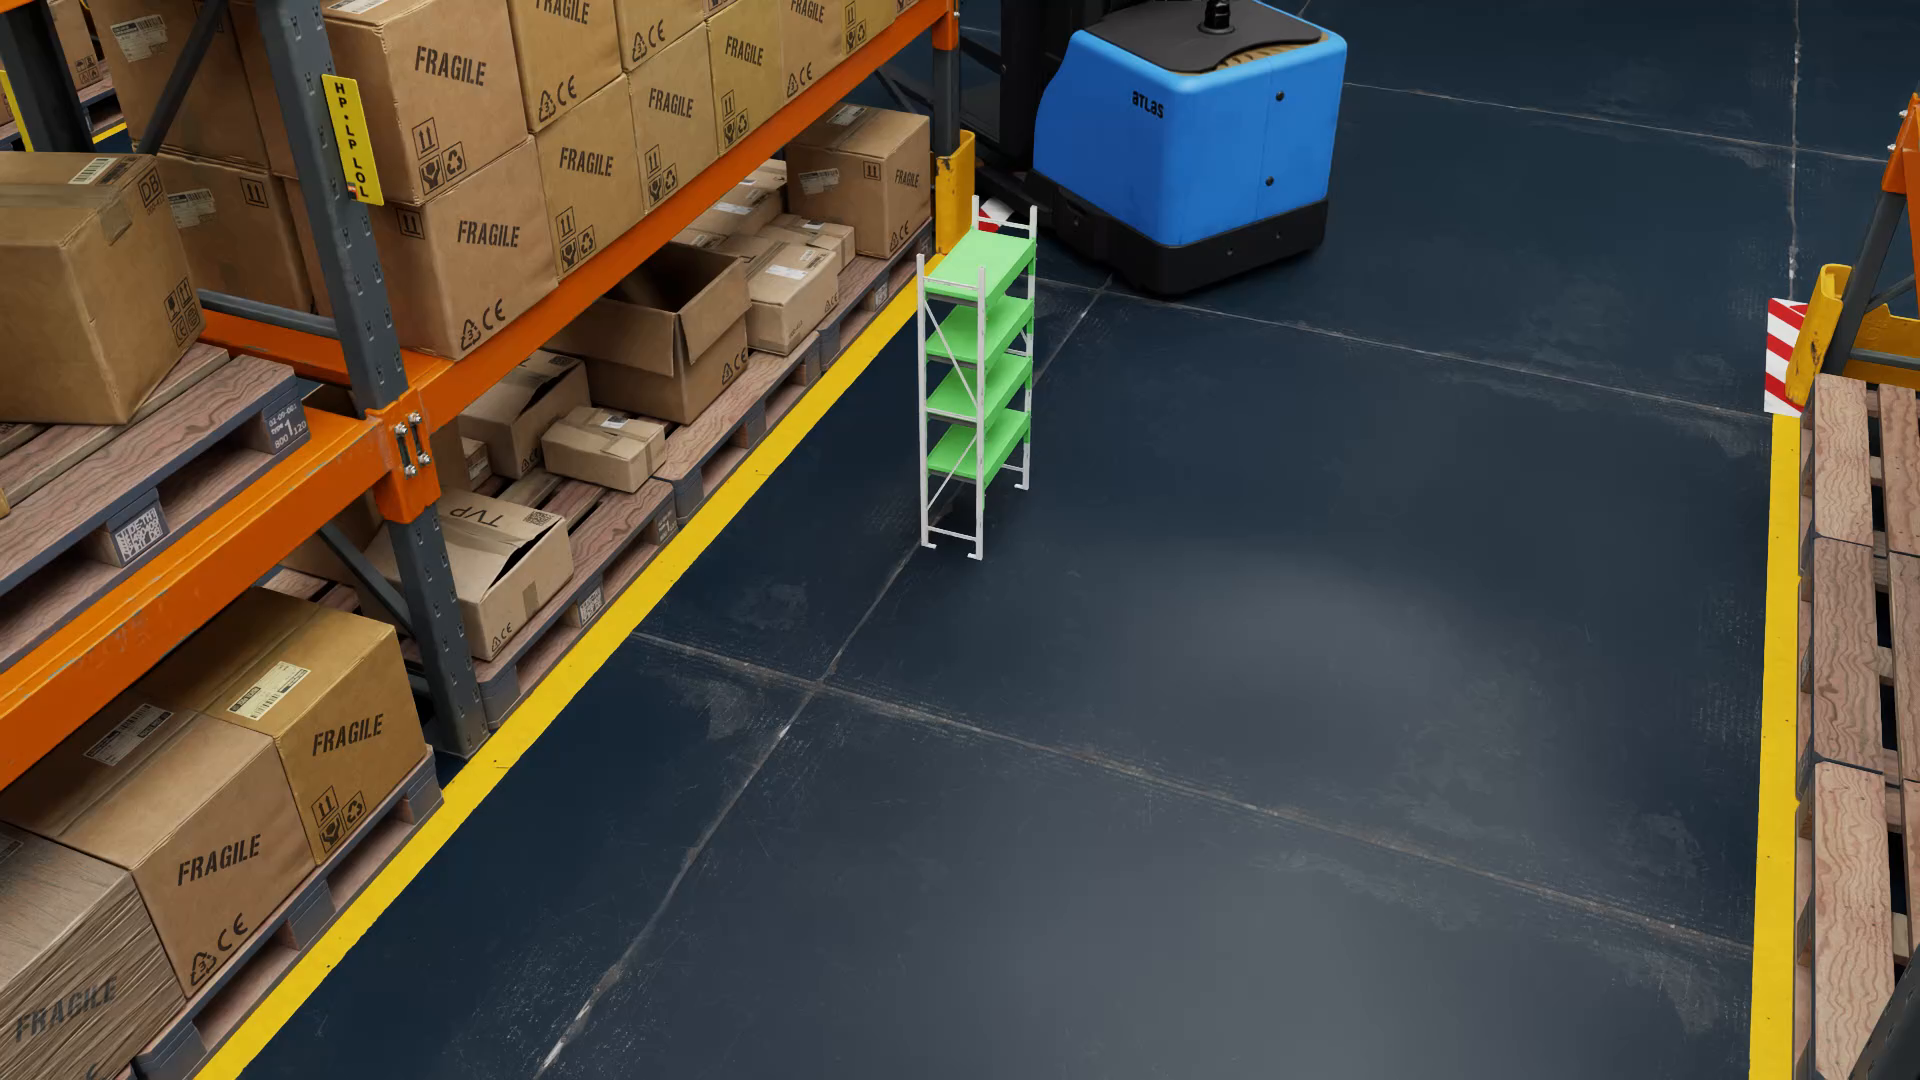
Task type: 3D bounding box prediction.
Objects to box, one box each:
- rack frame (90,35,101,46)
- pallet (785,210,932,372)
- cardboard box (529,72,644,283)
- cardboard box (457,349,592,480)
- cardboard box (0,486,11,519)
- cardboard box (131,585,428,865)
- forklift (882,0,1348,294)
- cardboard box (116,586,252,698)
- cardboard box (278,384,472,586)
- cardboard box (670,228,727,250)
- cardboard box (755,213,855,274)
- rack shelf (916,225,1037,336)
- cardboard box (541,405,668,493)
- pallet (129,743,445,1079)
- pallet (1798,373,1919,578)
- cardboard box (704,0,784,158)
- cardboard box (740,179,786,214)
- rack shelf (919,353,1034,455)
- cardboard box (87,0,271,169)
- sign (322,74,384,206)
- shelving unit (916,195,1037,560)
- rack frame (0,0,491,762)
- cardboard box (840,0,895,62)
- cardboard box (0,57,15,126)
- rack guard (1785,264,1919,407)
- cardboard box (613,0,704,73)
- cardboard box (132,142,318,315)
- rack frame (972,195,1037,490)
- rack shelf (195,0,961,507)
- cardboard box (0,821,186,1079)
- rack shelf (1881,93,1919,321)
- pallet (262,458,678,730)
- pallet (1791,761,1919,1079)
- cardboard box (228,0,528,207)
[{"bbox_3d":[-5.067,-3.982,9.072,1.000,3.000,0.127,14,39,18],"label":"rack frame"},{"bbox_3d":[-0.816,-1.255,7.753,1.003,0.211,1.213,14,39,18],"label":"pallet"},{"bbox_3d":[-1.369,-1.186,5.247,0.500,0.500,0.500,15,39,19],"label":"cardboard box"},{"bbox_3d":[-1.767,-0.536,6.340,0.500,0.311,0.500,14,39,18],"label":"cardboard box"},{"bbox_3d":[-2.597,-0.243,3.635,0.700,0.500,0.500,20,41,25],"label":"cardboard box"},{"bbox_3d":[-1.929,0.522,4.766,0.500,0.500,0.500,14,39,17],"label":"cardboard box"},{"bbox_3d":[0.531,-3.146,8.011,1.130,2.935,3.031,-22,42,-27],"label":"forklift"},{"bbox_3d":[-2.416,0.396,4.935,0.500,0.500,0.500,12,38,16],"label":"cardboard box"},{"bbox_3d":[-2.052,-0.196,5.728,0.500,0.500,0.500,14,39,18],"label":"cardboard box"},{"bbox_3d":[-1.334,-1.141,7.200,0.500,0.250,0.500,14,39,18],"label":"cardboard box"},{"bbox_3d":[-0.701,-1.336,7.531,0.380,0.166,0.250,14,39,18],"label":"cardboard box"},{"bbox_3d":[0.063,-0.906,5.764,0.258,0.148,0.480,14,39,18],"label":"rack shelf"},{"bbox_3d":[-1.327,-0.347,6.208,0.380,0.166,0.250,14,39,18],"label":"cardboard box"},{"bbox_3d":[-2.281,0.935,4.823,1.003,0.211,1.213,14,39,18],"label":"pallet"},{"bbox_3d":[3.745,-0.161,6.289,1.003,0.211,1.213,14,39,18],"label":"pallet"},{"bbox_3d":[-0.984,-1.744,5.994,0.500,0.500,0.500,13,39,17],"label":"cardboard box"},{"bbox_3d":[-1.057,-1.605,7.891,0.380,0.166,0.250,14,39,18],"label":"cardboard box"},{"bbox_3d":[0.063,-0.521,6.052,0.258,0.148,0.480,14,39,18],"label":"rack shelf"},{"bbox_3d":[-2.054,-1.421,4.727,0.500,0.500,0.500,14,39,18],"label":"cardboard box"},{"bbox_3d":[-1.492,-0.981,4.089,0.100,0.325,0.005,14,39,18],"label":"sign"},{"bbox_3d":[0.063,-0.572,6.013,0.258,1.200,0.503,14,39,18],"label":"shelving unit"},{"bbox_3d":[-2.007,-0.641,4.602,1.000,3.000,0.127,14,39,18],"label":"rack frame"},{"bbox_3d":[-0.597,-2.298,6.735,0.500,0.500,0.500,14,39,18],"label":"cardboard box"},{"bbox_3d":[-5.431,-2.462,8.775,0.700,0.500,0.500,14,39,18],"label":"cardboard box"},{"bbox_3d":[4.092,-0.740,6.823,1.175,0.500,0.348,14,39,18],"label":"rack guard"},{"bbox_3d":[-1.175,-1.849,5.299,0.500,0.500,0.500,13,39,16],"label":"cardboard box"},{"bbox_3d":[-2.054,-1.016,5.021,0.500,0.500,0.500,14,39,18],"label":"cardboard box"},{"bbox_3d":[0.156,-0.707,6.194,0.240,1.200,0.015,14,39,18],"label":"rack frame"},{"bbox_3d":[-1.246,-1.460,6.299,1.077,0.370,4.000,14,39,18],"label":"rack shelf"},{"bbox_3d":[-2.316,1.072,4.031,0.500,0.500,0.500,14,39,18],"label":"cardboard box"},{"bbox_3d":[3.334,-0.330,4.787,1.077,0.370,4.000,14,39,18],"label":"rack shelf"},{"bbox_3d":[-1.744,0.096,5.946,1.003,0.211,1.213,14,39,18],"label":"pallet"},{"bbox_3d":[2.817,1.190,4.481,1.003,0.211,1.213,14,39,18],"label":"pallet"},{"bbox_3d":[-1.567,-1.279,4.536,0.500,0.500,0.500,15,39,19],"label":"cardboard box"}]
